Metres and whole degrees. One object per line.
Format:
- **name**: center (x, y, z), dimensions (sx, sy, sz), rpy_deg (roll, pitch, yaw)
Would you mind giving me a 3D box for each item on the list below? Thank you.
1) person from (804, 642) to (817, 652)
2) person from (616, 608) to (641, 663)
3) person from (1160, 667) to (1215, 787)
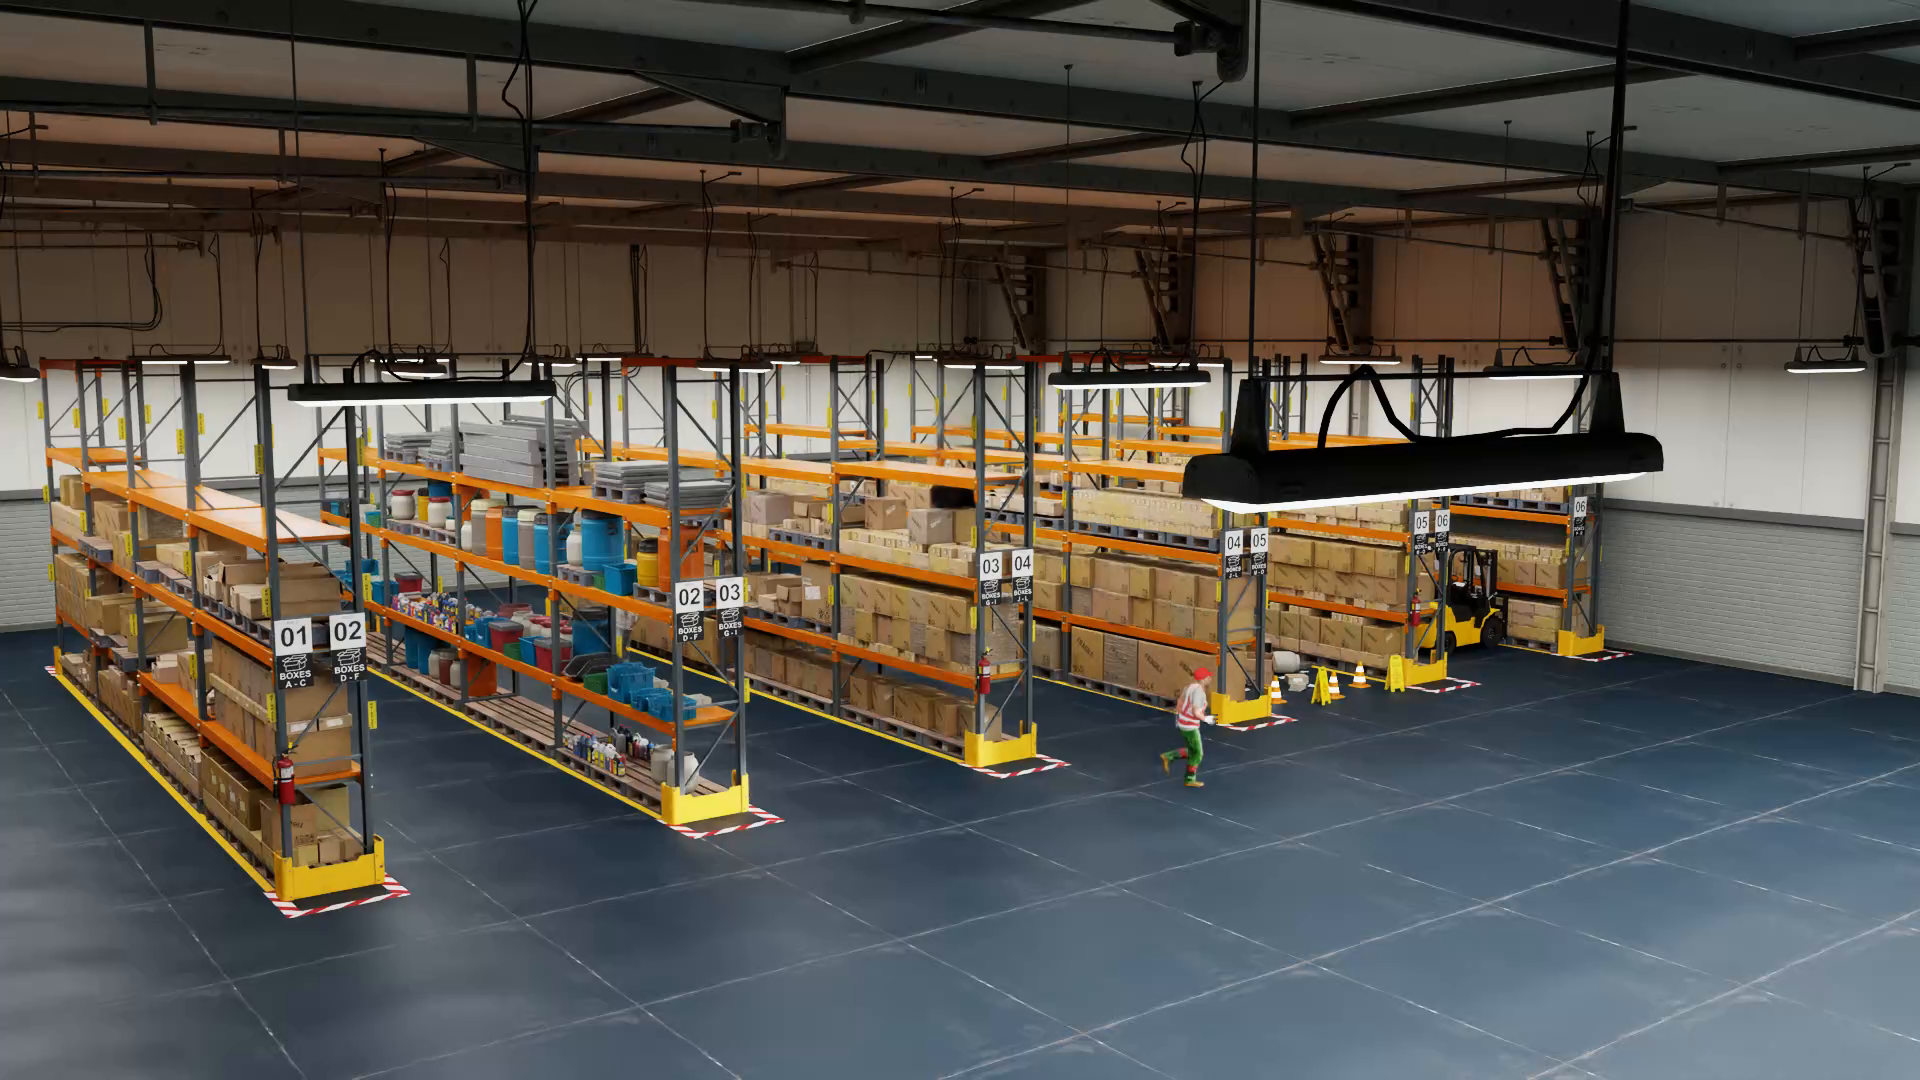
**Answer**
- **person**: center (-2.954, 1.541, 32.781), dimensions (0.681, 1.759, 0.778), rpy_deg (-5, 8, -35)
- **person**: center (-6.544, 1.680, 32.345), dimensions (0.661, 1.620, 1.121), rpy_deg (-3, 8, -26)
- **person**: center (3.233, 2.657, 23.549), dimensions (0.752, 1.730, 0.646), rpy_deg (0, 7, 3)
